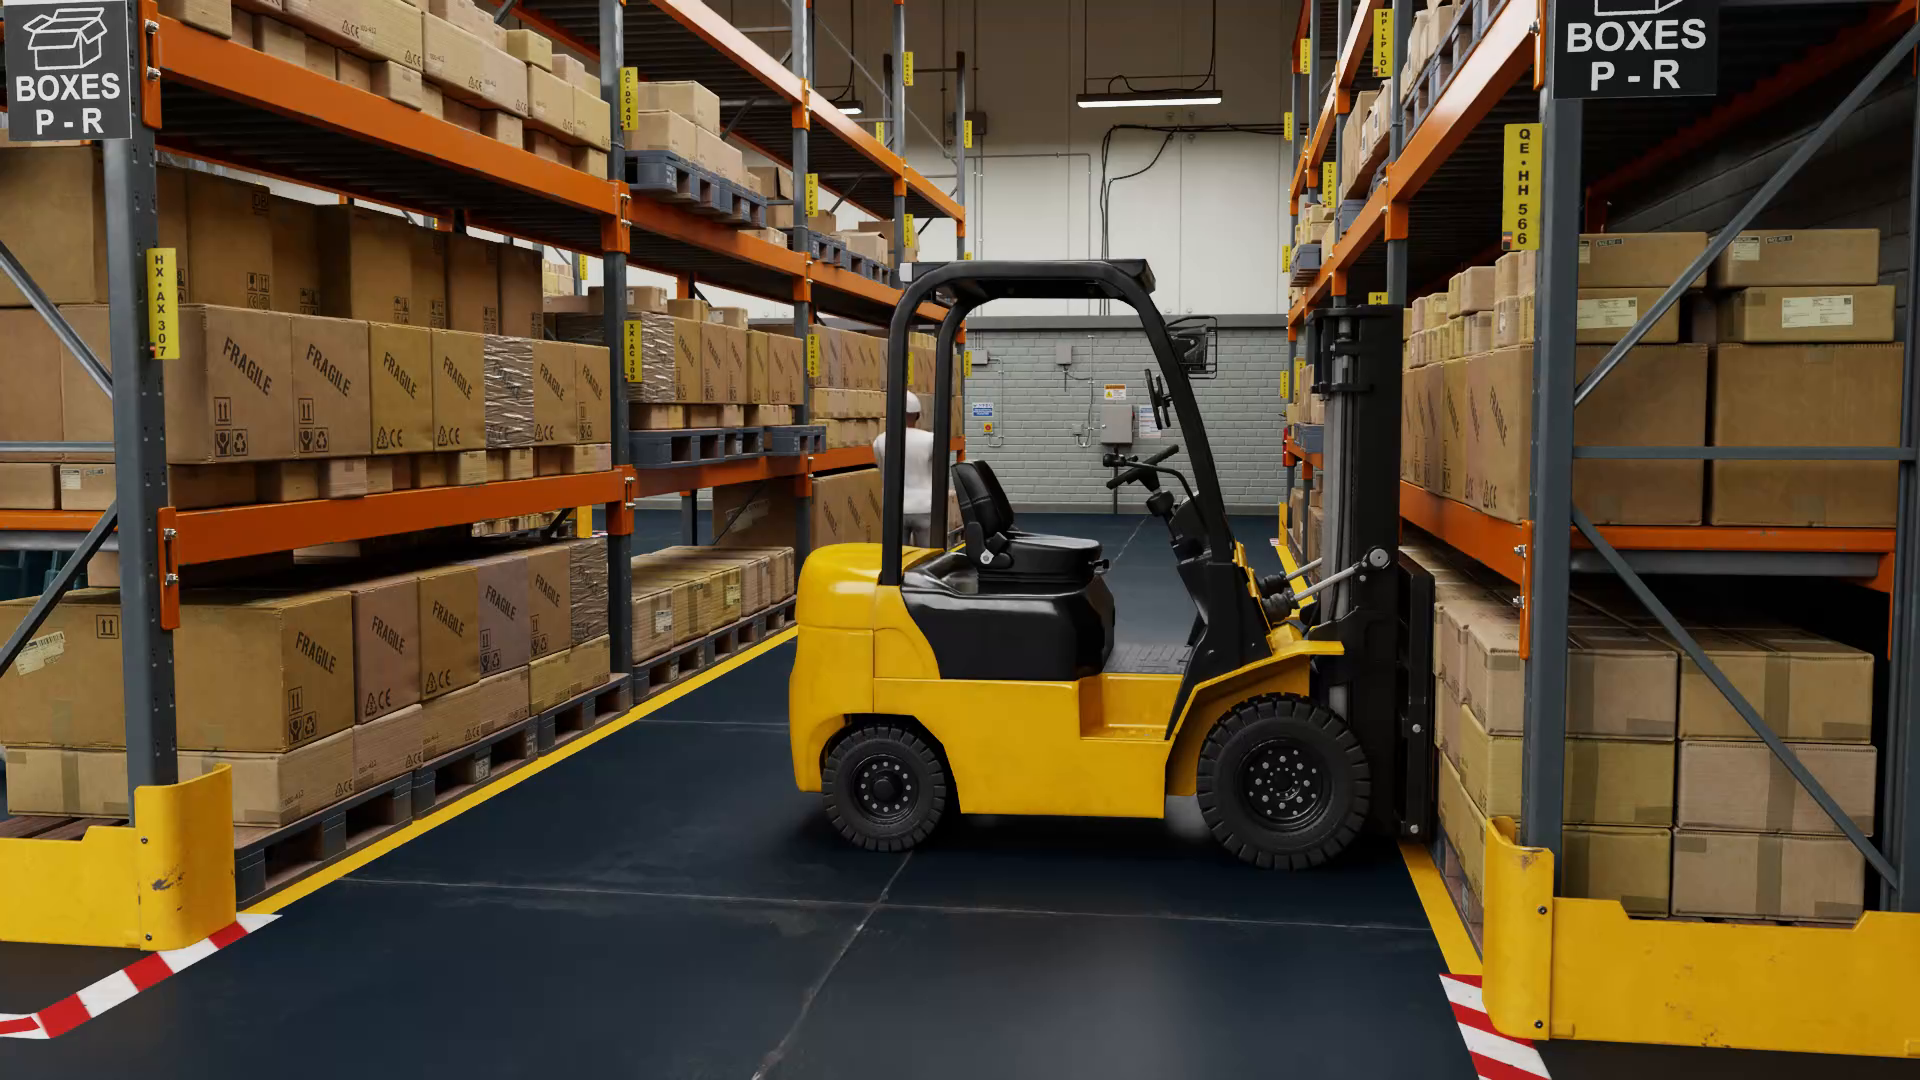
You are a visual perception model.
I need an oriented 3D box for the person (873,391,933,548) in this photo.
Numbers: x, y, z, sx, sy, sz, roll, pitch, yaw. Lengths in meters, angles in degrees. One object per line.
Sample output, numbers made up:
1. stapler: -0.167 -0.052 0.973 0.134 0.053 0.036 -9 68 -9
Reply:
1. person: -0.348 -0.191 11.996 0.504 1.760 0.586 1 4 8
